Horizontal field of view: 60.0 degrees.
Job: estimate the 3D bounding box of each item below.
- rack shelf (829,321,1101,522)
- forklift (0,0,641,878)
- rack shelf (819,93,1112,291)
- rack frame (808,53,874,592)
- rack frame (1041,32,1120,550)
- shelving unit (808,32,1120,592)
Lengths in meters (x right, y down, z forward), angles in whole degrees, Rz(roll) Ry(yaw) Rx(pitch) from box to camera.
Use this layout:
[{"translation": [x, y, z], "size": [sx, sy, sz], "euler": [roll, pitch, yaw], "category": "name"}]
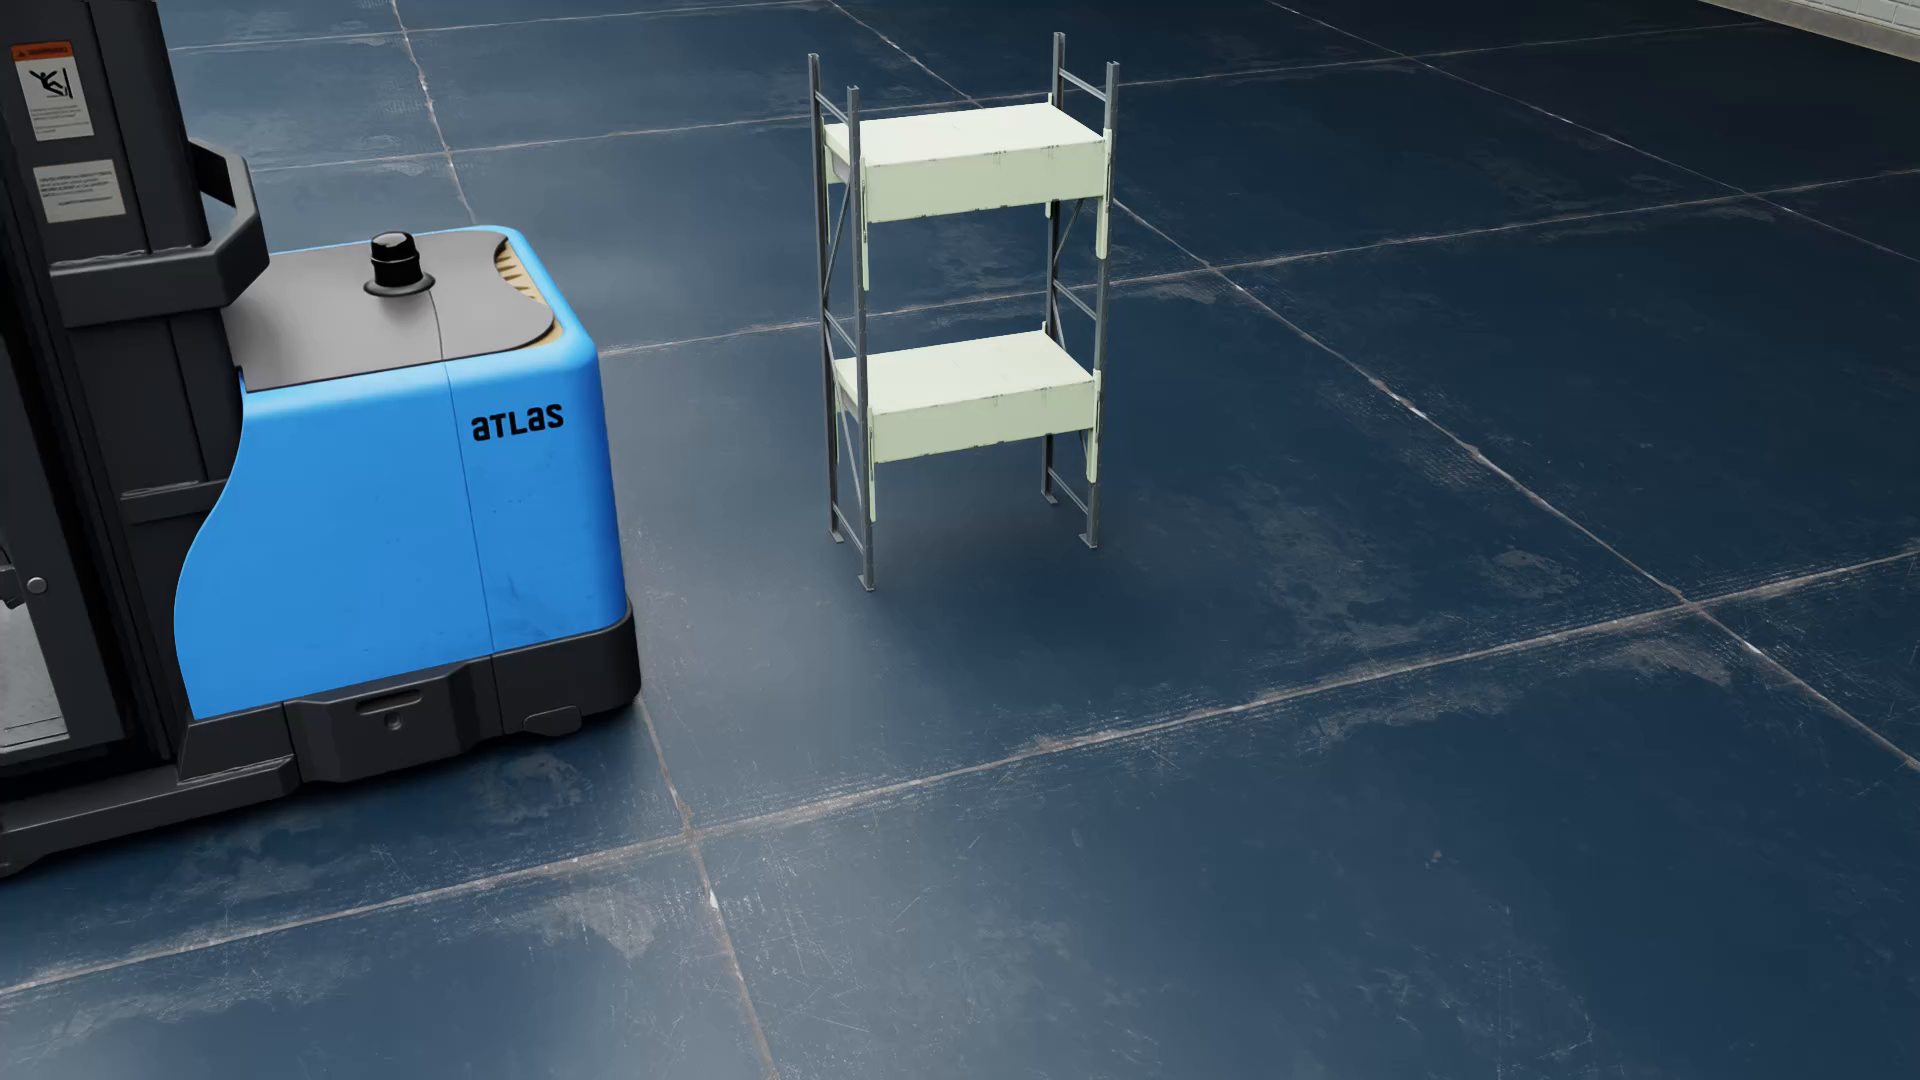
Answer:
[{"translation": [0.006, -0.370, 5.042], "size": [0.720, 0.370, 0.431], "euler": [-10, 31, -18], "category": "rack shelf"}, {"translation": [-2.409, -0.721, 3.554], "size": [3.031, 2.935, 1.130], "euler": [-12, 32, -21], "category": "forklift"}, {"translation": [0.006, -0.992, 4.688], "size": [0.720, 0.370, 0.431], "euler": [-10, 31, -18], "category": "rack shelf"}, {"translation": [-0.337, -0.590, 4.770], "size": [0.023, 1.500, 0.400], "euler": [-10, 31, -18], "category": "rack frame"}, {"translation": [0.349, -0.716, 4.992], "size": [0.023, 1.500, 0.400], "euler": [-10, 31, -18], "category": "rack frame"}, {"translation": [0.006, -0.653, 4.881], "size": [0.755, 1.500, 0.431], "euler": [-10, 31, -18], "category": "shelving unit"}]
